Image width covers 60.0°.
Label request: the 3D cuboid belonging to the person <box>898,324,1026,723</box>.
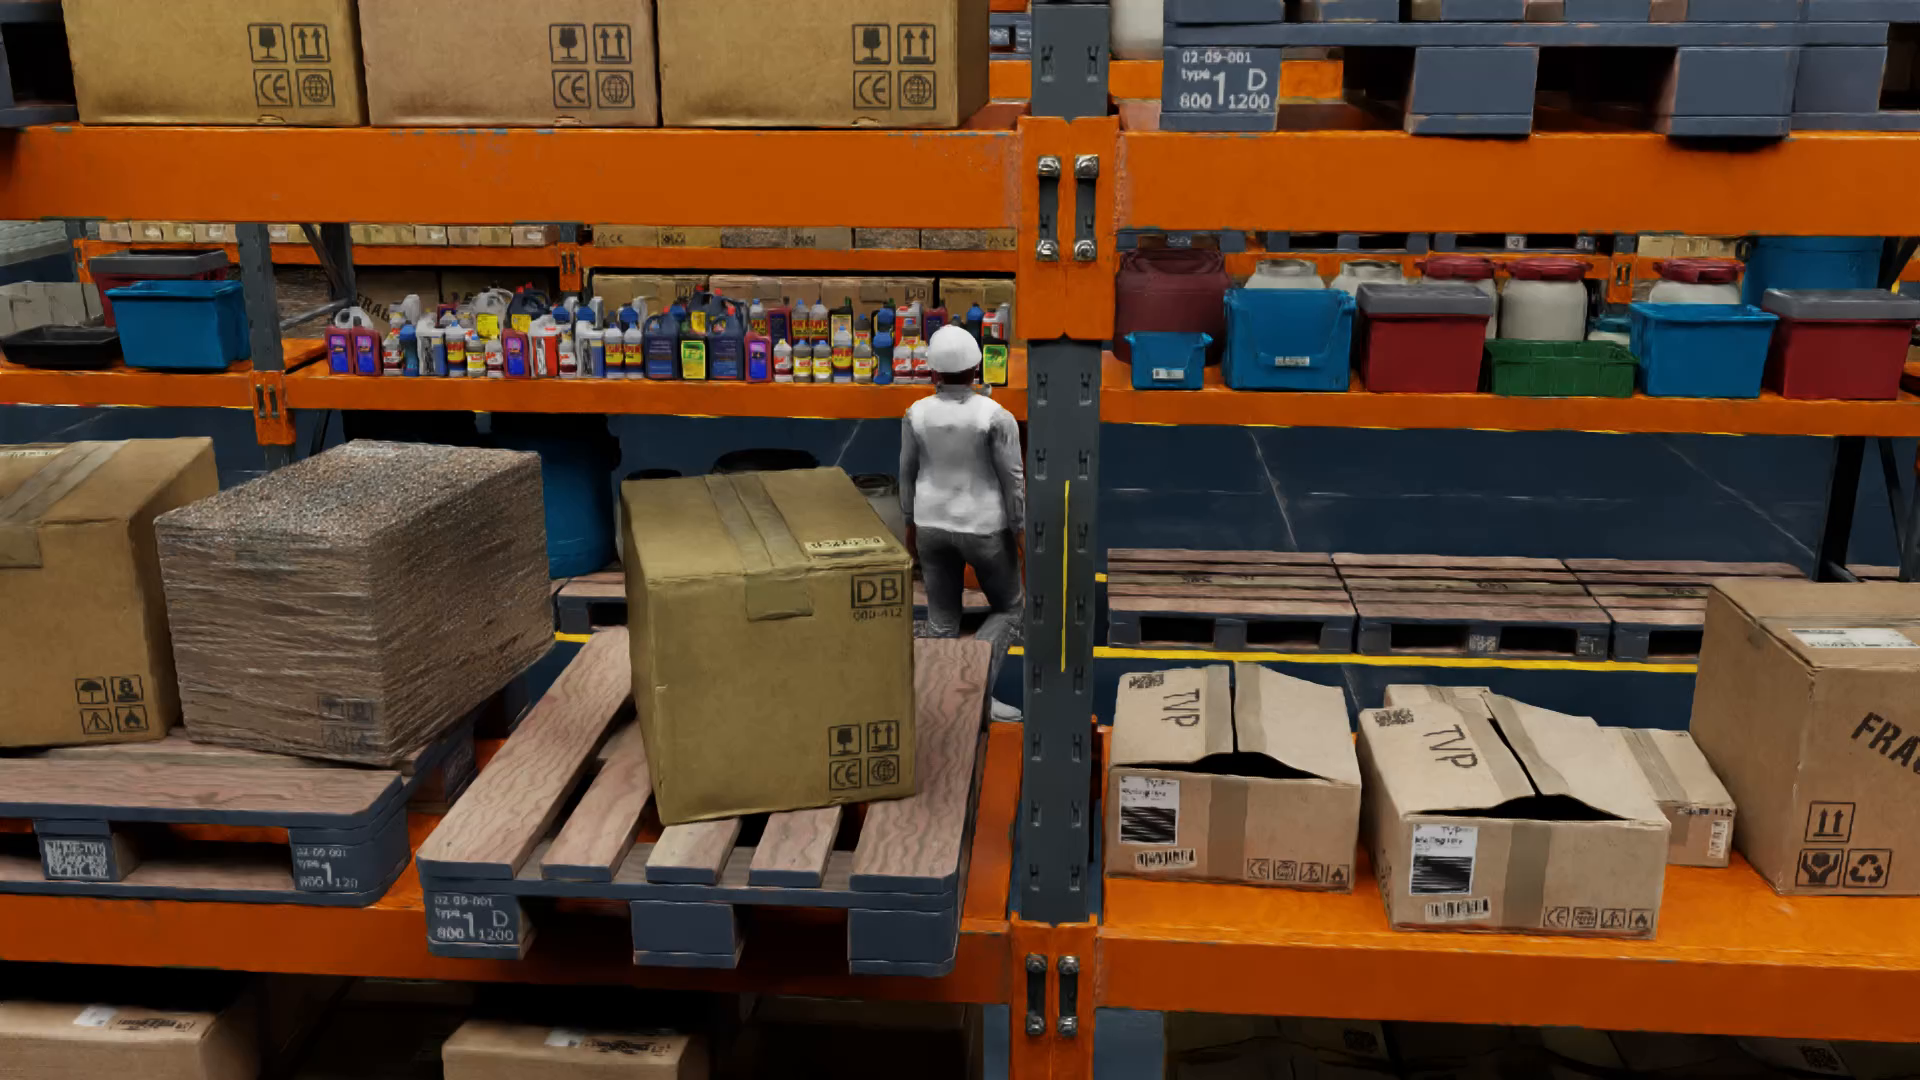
[{"bbox_3d":[0.027,-0.054,7.169,0.585,1.762,0.386,6,18,20],"label":"person"}]
